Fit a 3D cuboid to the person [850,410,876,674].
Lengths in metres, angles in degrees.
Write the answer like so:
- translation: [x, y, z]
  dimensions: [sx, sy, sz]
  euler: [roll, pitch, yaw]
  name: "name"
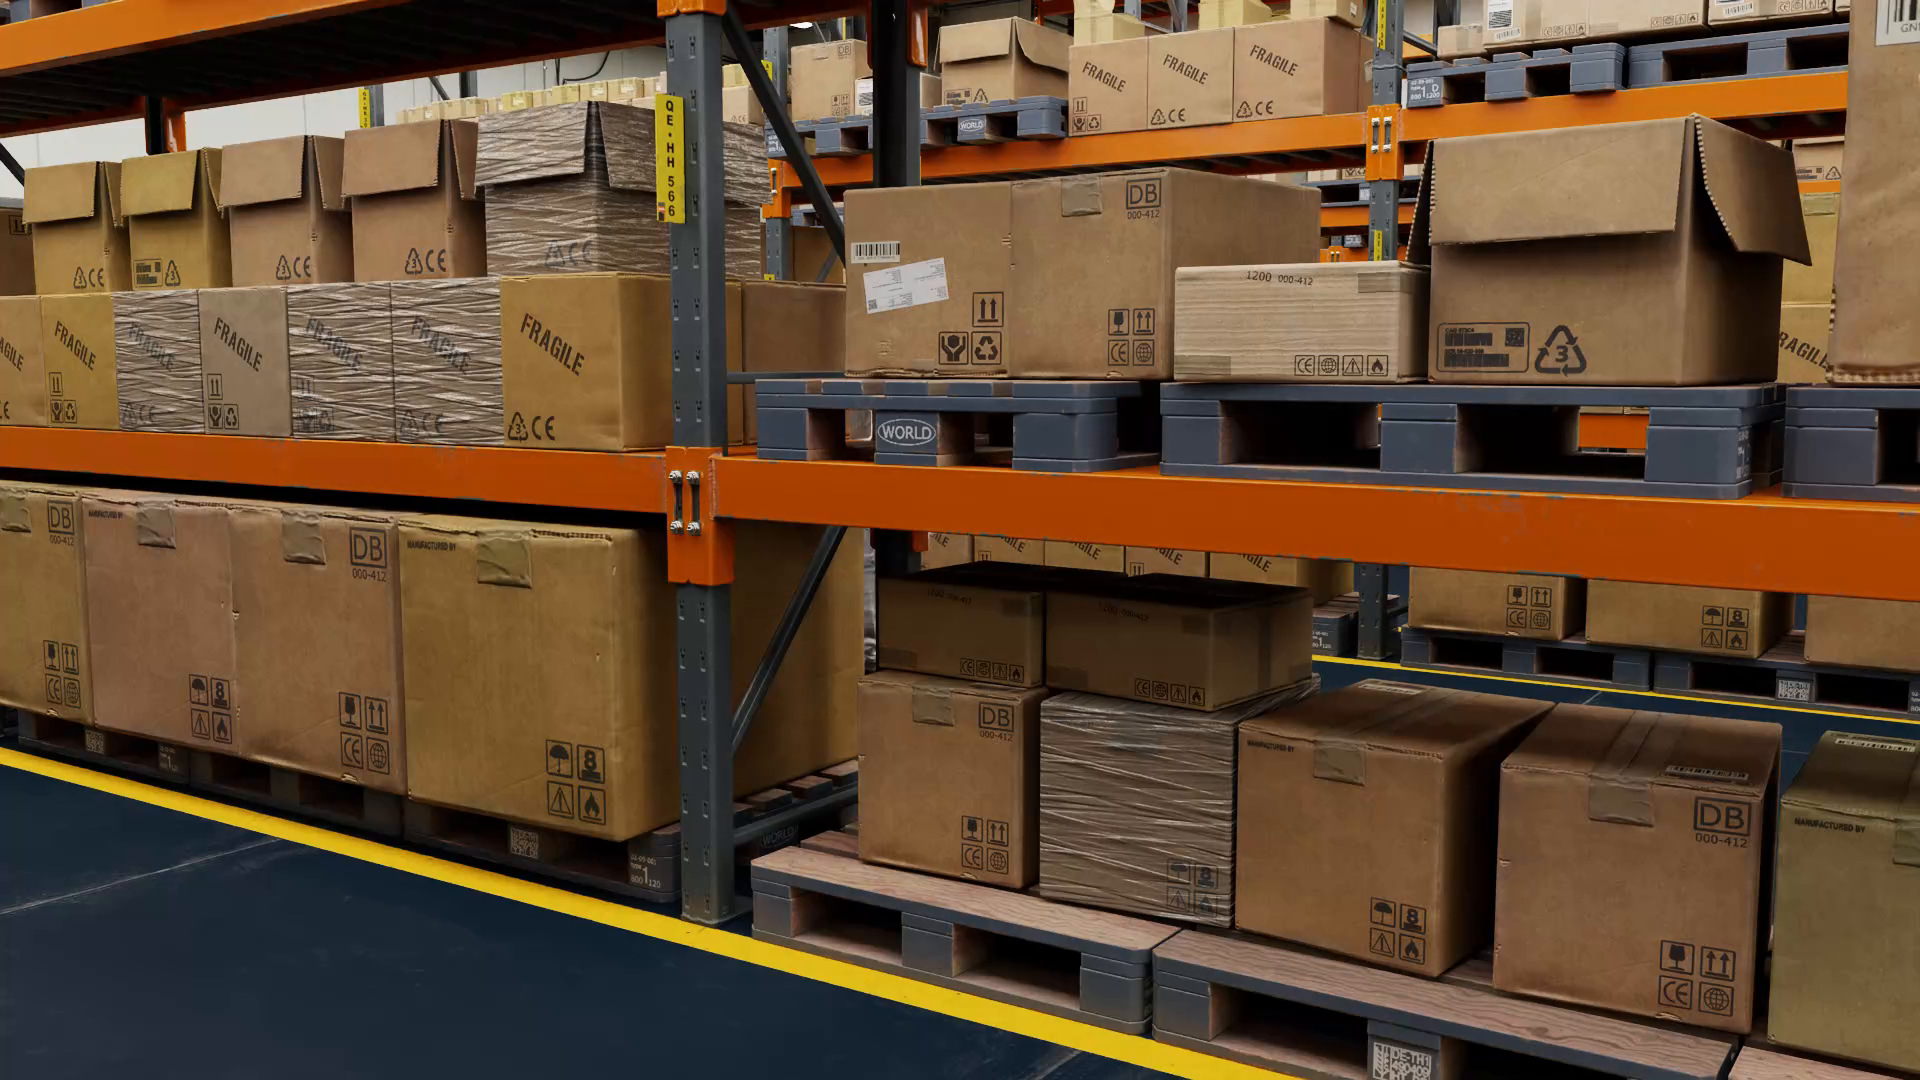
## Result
- translation: [-0.469, -0.238, 8.382]
  dimensions: [0.582, 1.781, 0.491]
  euler: [4, 7, 33]
  name: "person"
